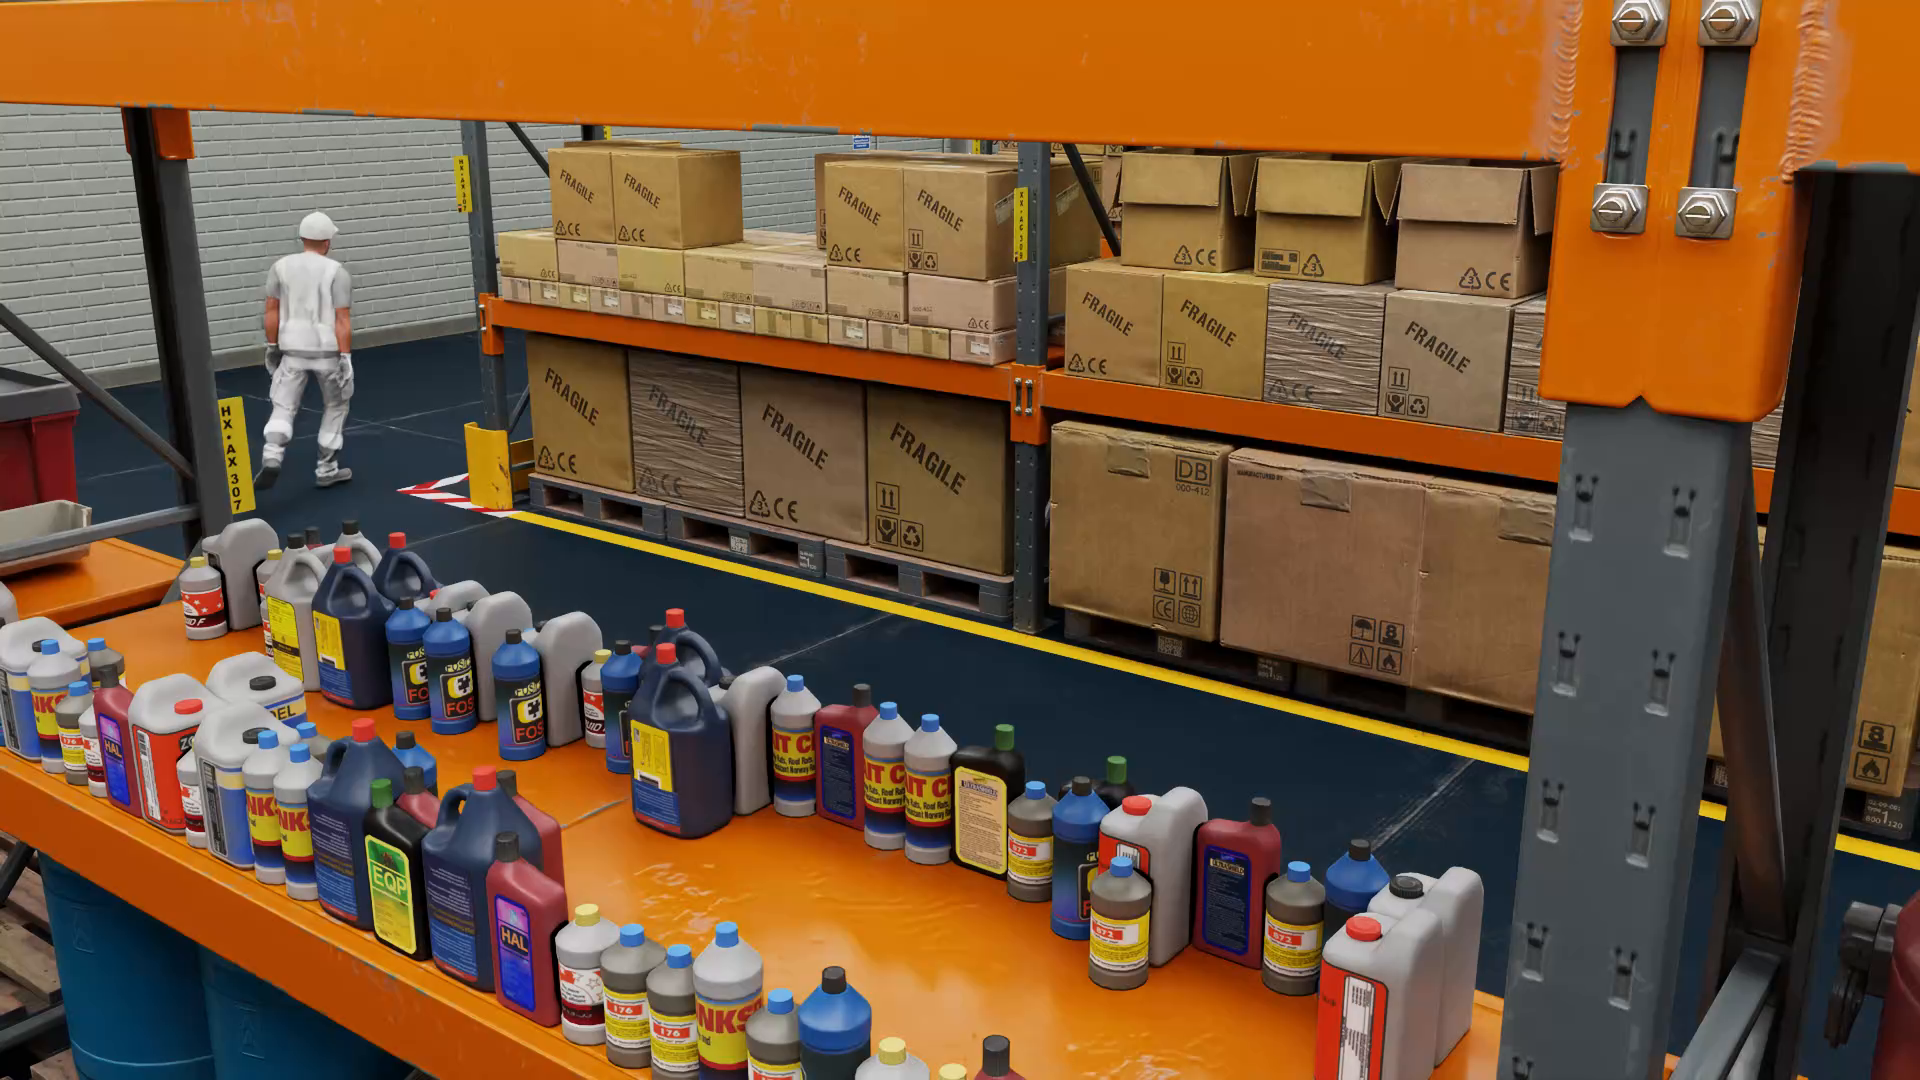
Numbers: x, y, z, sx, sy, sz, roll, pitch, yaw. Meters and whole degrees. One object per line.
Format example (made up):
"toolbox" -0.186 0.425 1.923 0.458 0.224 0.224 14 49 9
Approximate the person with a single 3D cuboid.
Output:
"person" -4.113 -1.152 10.427 0.610 1.749 0.795 0 16 -1
